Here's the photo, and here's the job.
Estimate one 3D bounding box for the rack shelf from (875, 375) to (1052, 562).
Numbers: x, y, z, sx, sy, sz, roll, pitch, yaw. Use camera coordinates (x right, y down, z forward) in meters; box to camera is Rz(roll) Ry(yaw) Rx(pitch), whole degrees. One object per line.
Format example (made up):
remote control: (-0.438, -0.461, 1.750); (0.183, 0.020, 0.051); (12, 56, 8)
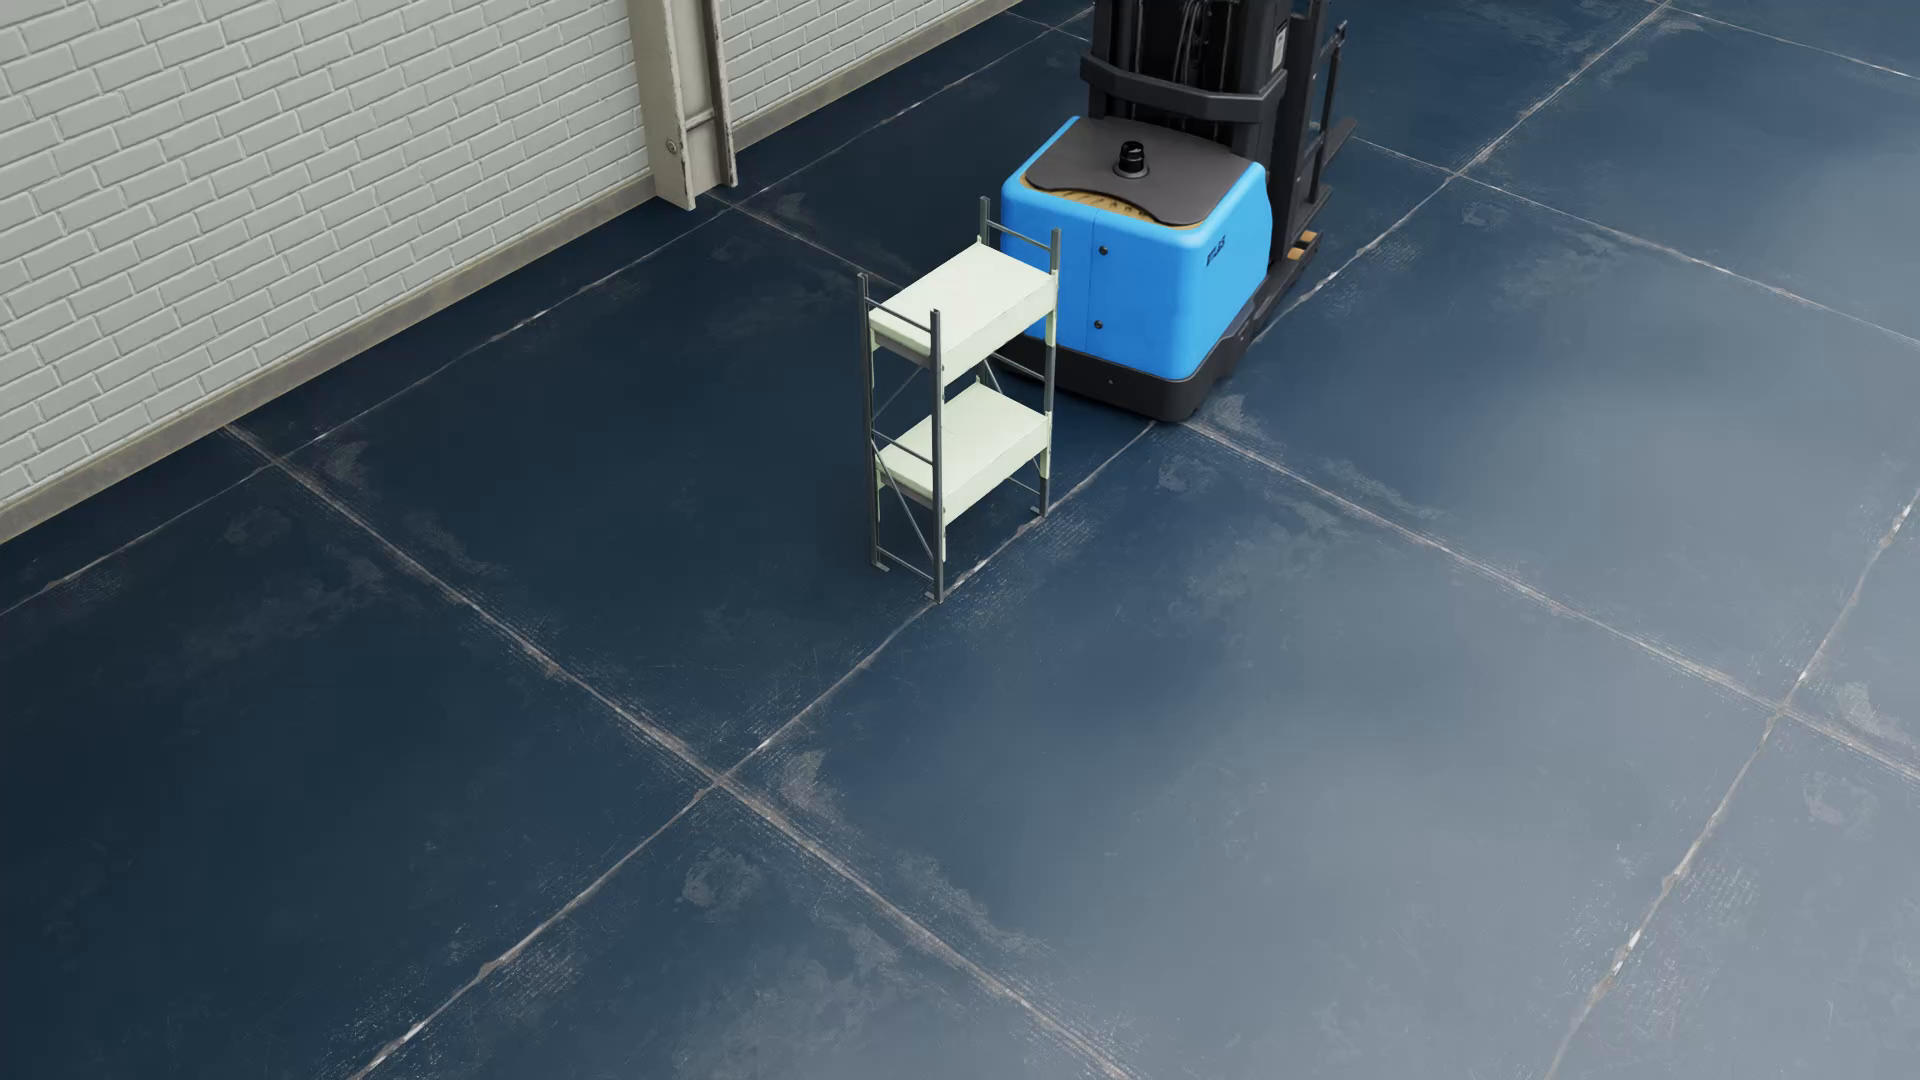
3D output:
rack shelf: (0.004, -0.317, 7.151); (0.431, 0.370, 0.720); (29, 50, 28)

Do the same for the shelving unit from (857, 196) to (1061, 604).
shelving unit: (0.004, -0.558, 6.932); (0.431, 1.500, 0.755); (29, 50, 28)

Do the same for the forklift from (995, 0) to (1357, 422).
forklift: (1.327, -2.632, 8.148); (1.130, 2.935, 3.031); (20, 46, 21)

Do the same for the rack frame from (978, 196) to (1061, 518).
rack frame: (0.240, -0.747, 7.139); (0.400, 1.500, 0.023); (29, 50, 28)

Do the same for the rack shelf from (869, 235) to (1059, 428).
rack shelf: (0.004, -0.847, 6.669); (0.431, 0.370, 0.720); (29, 50, 28)

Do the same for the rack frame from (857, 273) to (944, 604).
rack frame: (-0.231, -0.370, 6.724); (0.400, 1.500, 0.023); (29, 50, 28)

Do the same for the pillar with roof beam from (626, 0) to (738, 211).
pillar with roof beam: (1.757, -3.513, 4.607); (9.100, 9.000, 0.400); (29, 50, 28)
